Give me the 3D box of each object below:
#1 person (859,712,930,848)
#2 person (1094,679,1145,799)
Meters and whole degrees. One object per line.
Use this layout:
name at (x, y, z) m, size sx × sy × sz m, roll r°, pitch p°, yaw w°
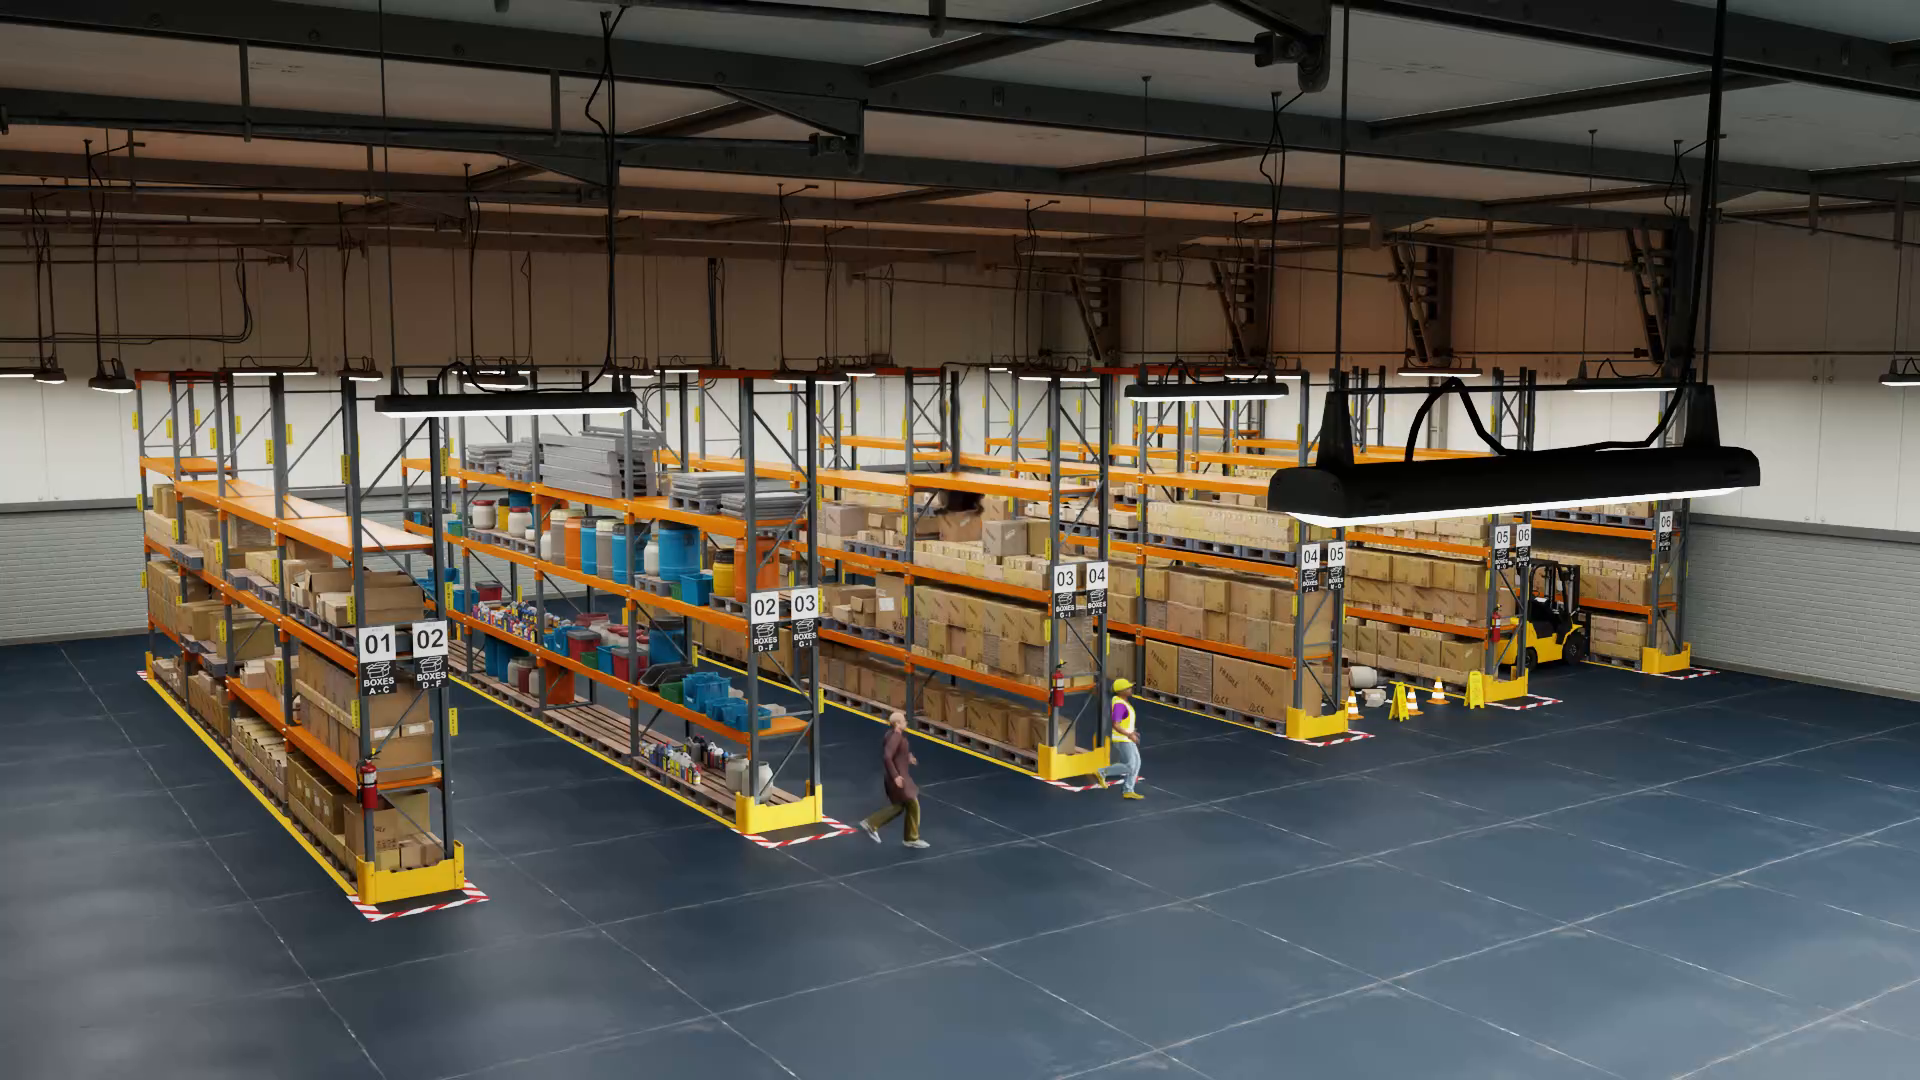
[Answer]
person at (-0.835, 3.083, 21.210) m, size 0.917 × 1.795 × 0.742 m, roll -2°, pitch 7°, yaw -13°
person at (2.270, 2.822, 23.611) m, size 0.720 × 1.738 × 0.700 m, roll 1°, pitch 6°, yaw 7°
